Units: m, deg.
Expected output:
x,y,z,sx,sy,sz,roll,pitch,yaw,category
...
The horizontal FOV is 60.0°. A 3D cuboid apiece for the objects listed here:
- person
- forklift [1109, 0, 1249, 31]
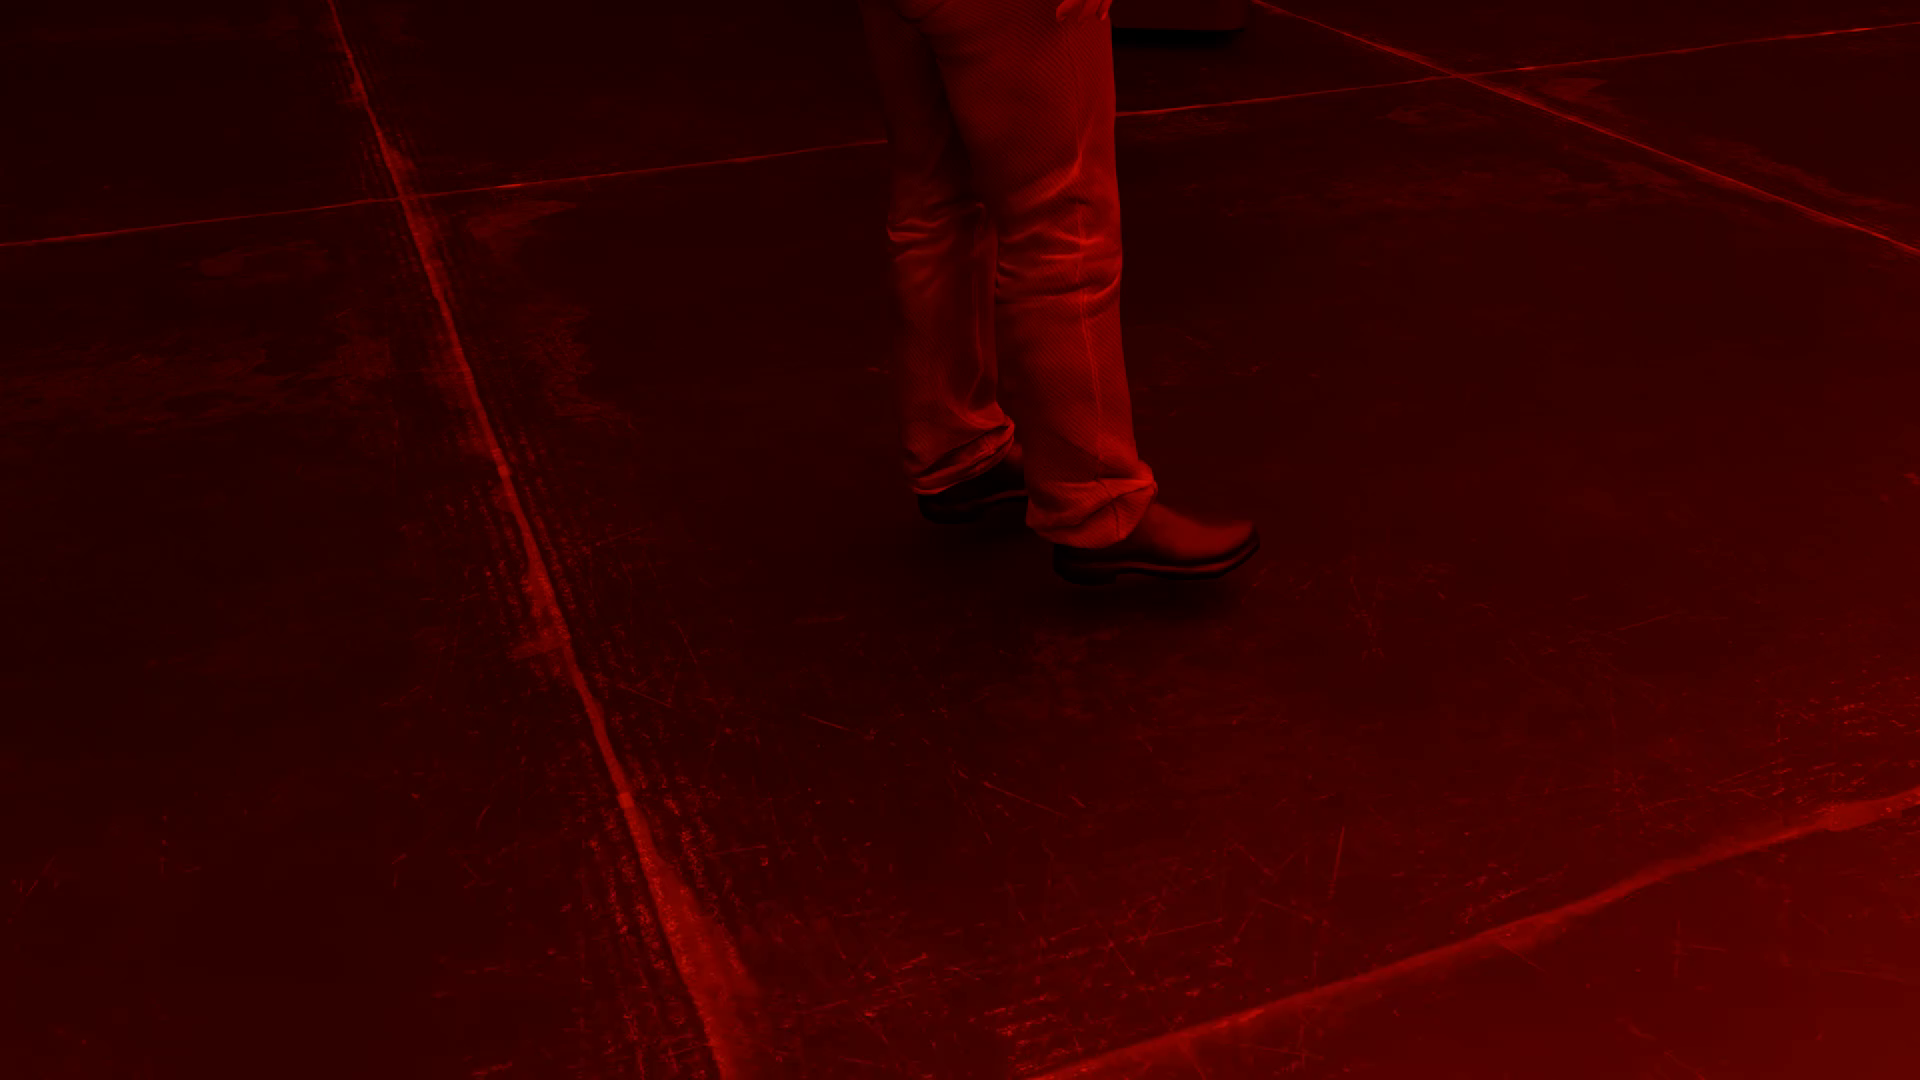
x,y,z,sx,sy,sz,roll,pitch,yaw,category
0.061,-0.798,2.065,0.566,1.722,0.633,-11,32,-19,person
0.546,-3.537,5.748,1.130,2.935,3.031,4,30,6,forklift
